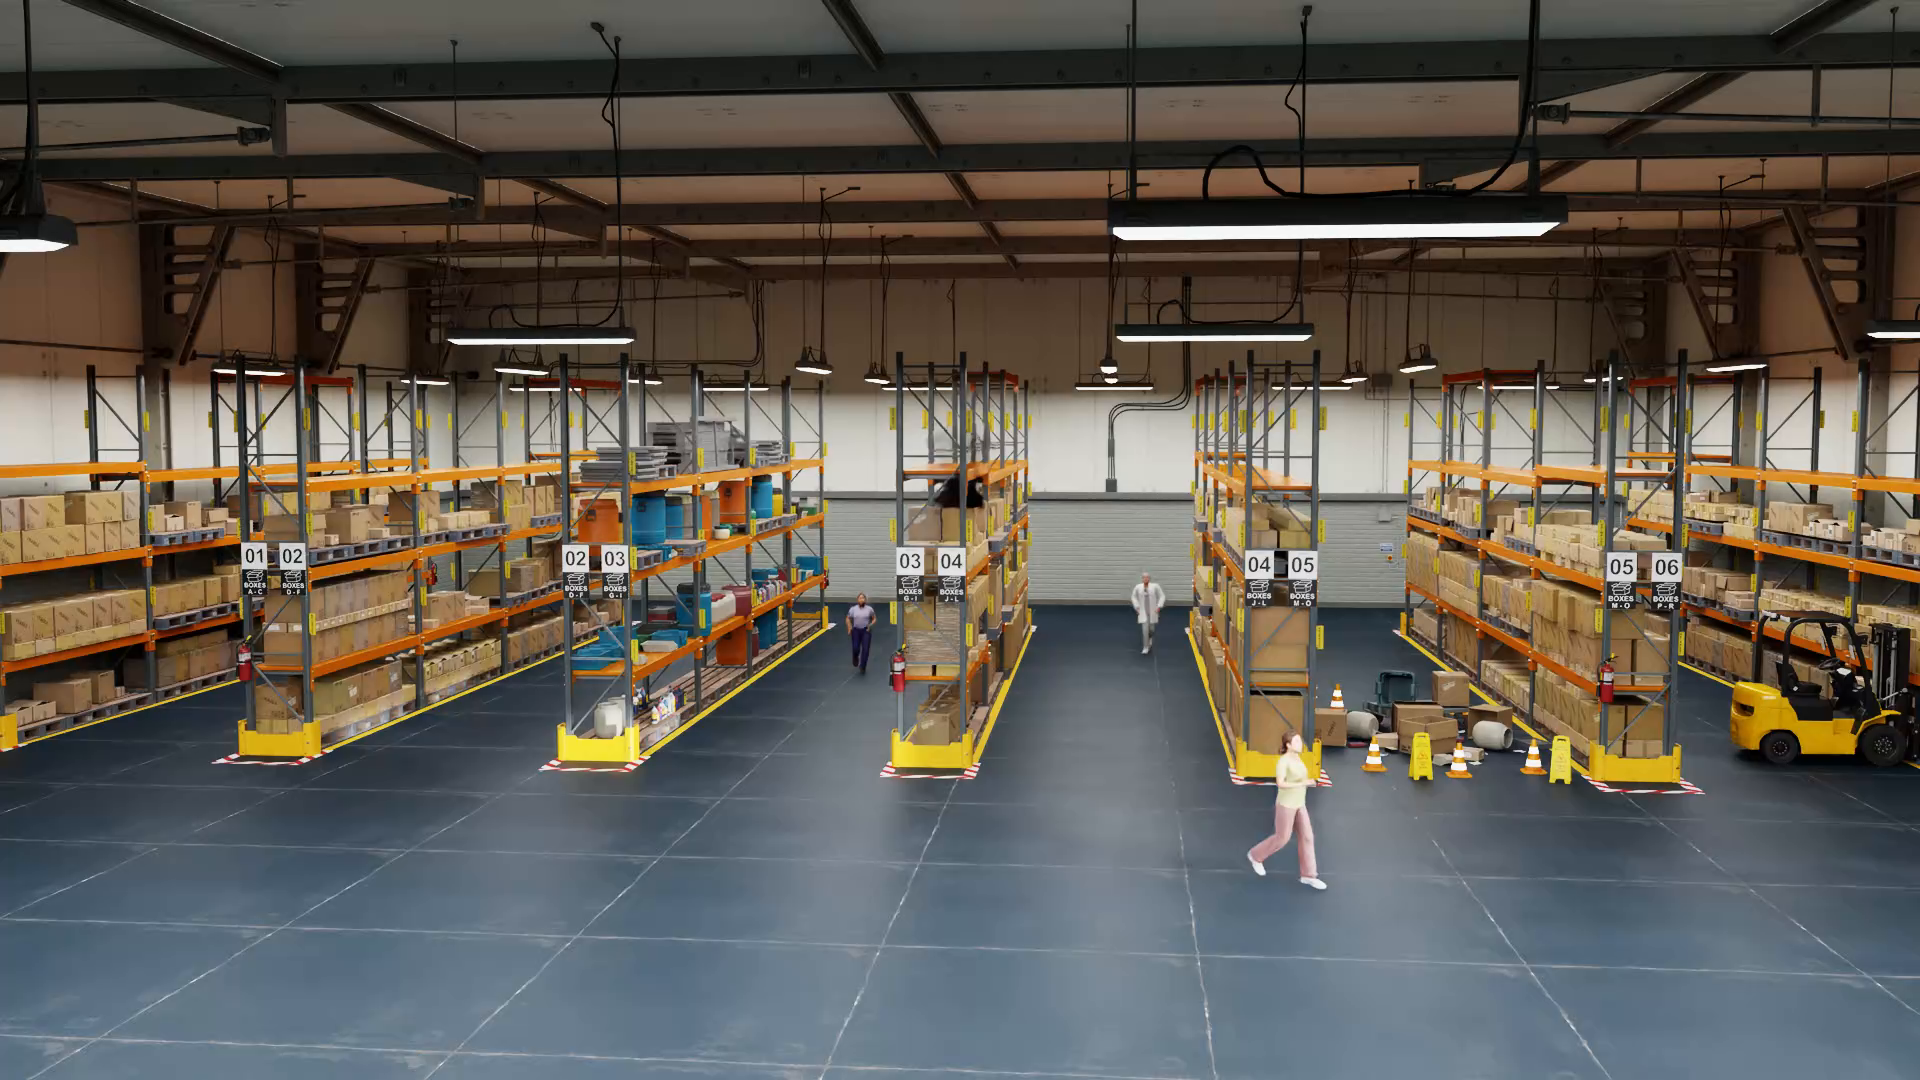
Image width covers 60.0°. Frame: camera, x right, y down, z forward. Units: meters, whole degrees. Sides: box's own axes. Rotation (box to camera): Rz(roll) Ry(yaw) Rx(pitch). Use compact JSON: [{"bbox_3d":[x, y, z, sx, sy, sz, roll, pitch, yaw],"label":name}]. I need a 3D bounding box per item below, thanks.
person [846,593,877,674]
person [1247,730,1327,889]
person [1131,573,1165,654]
[{"bbox_3d":[-1.955,1.858,33.041,0.607,1.590,0.551,0,4,-6],"label":"person"},{"bbox_3d":[3.533,2.870,17.924,0.929,1.662,0.594,3,5,40],"label":"person"},{"bbox_3d":[4.083,1.573,36.096,0.701,1.756,0.702,1,4,10],"label":"person"}]
